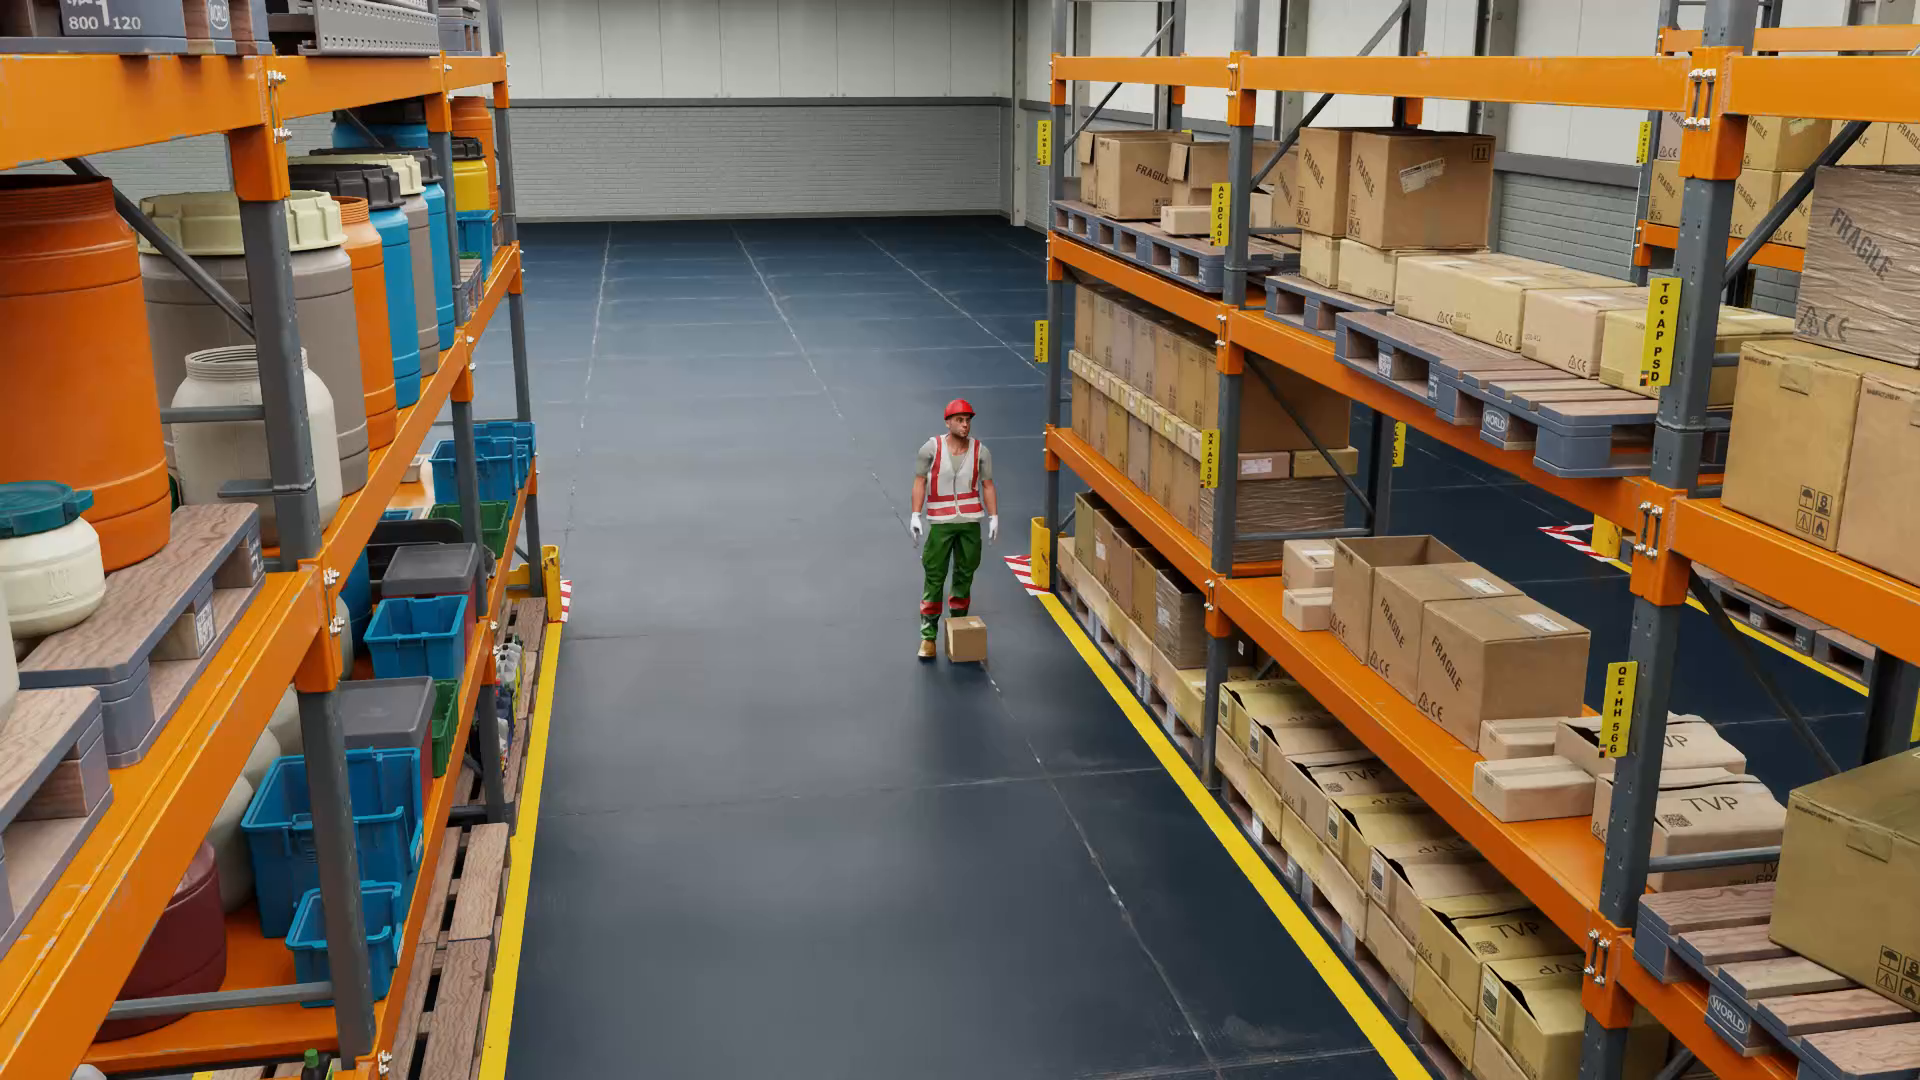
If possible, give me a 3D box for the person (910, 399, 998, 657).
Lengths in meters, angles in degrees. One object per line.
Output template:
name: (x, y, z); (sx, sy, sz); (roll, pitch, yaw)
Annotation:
person: (-0.030, -0.093, 11.777); (0.637, 1.790, 0.562); (-3, 16, -11)
